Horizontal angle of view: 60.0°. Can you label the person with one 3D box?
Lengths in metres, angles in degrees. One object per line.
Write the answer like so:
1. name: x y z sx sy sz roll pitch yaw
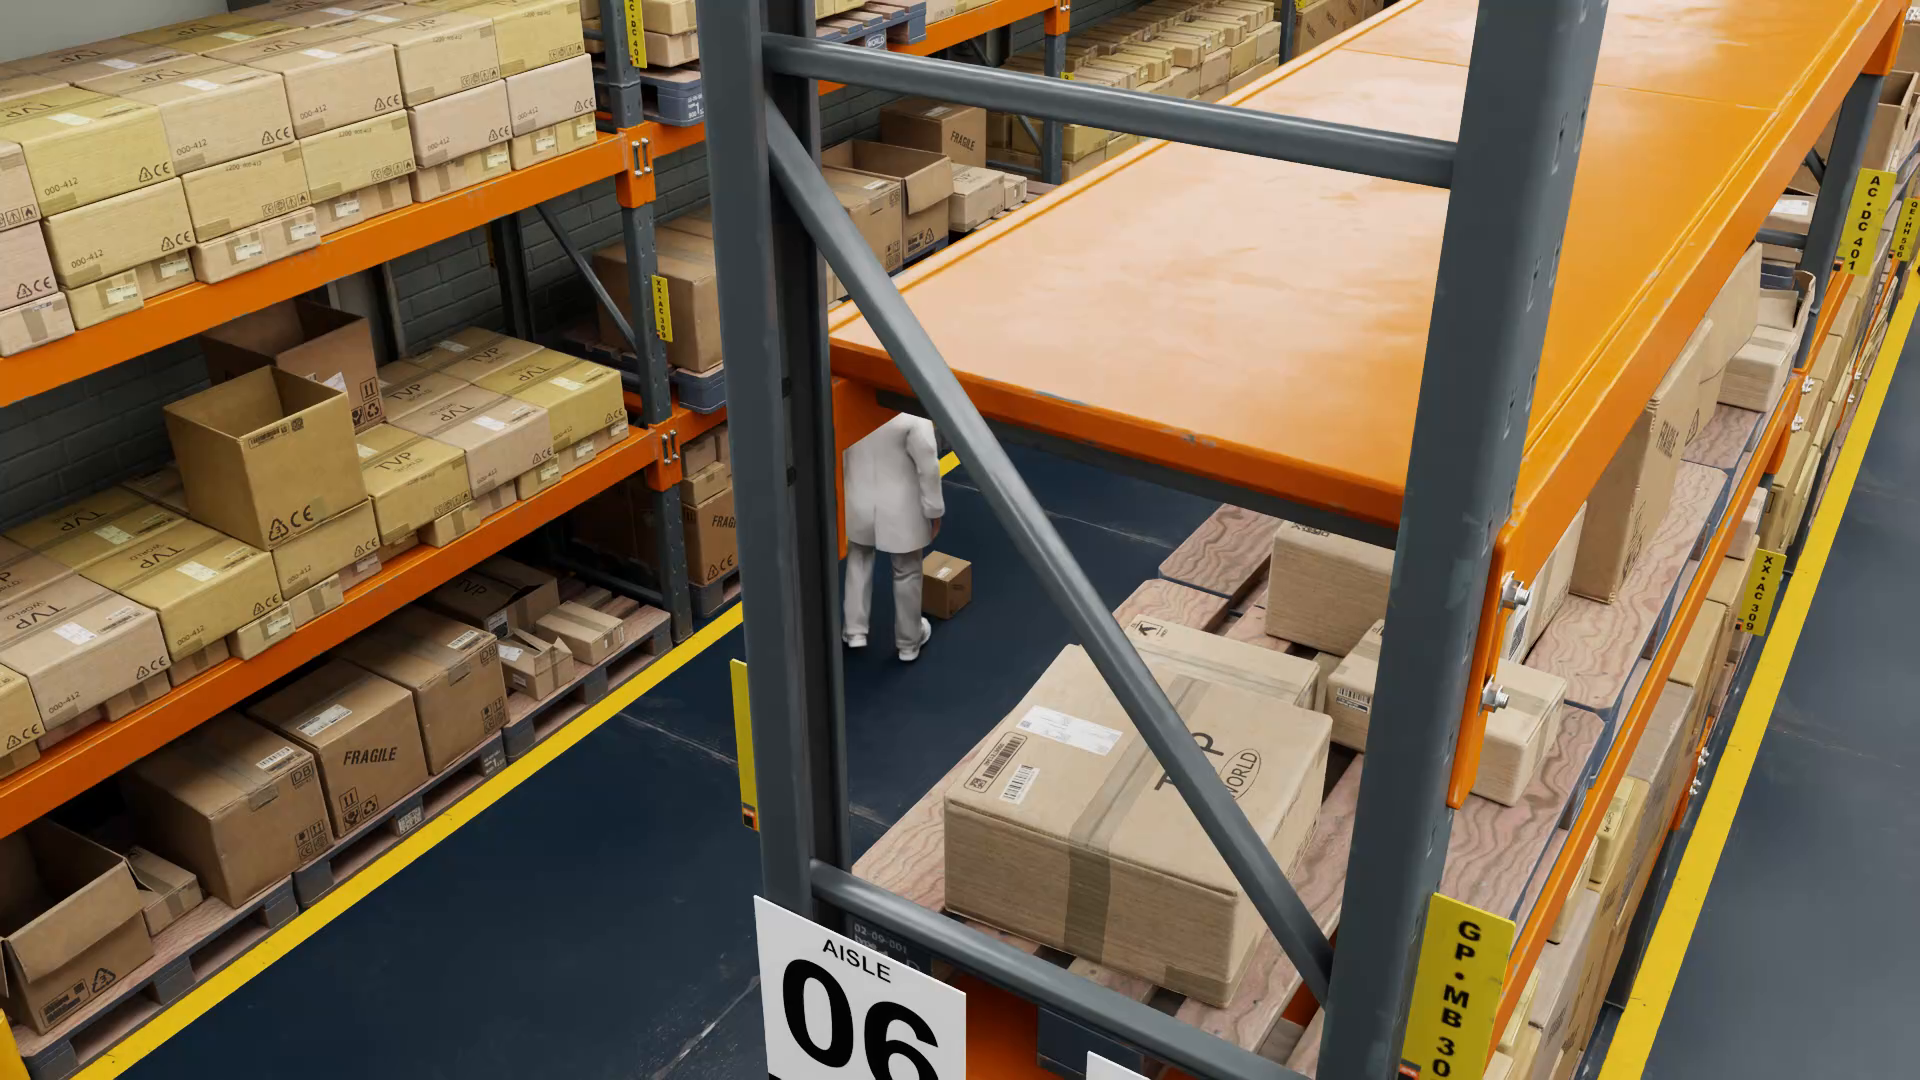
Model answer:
1. person: -0.357 -0.155 8.552 0.623 1.708 0.460 10 31 16
